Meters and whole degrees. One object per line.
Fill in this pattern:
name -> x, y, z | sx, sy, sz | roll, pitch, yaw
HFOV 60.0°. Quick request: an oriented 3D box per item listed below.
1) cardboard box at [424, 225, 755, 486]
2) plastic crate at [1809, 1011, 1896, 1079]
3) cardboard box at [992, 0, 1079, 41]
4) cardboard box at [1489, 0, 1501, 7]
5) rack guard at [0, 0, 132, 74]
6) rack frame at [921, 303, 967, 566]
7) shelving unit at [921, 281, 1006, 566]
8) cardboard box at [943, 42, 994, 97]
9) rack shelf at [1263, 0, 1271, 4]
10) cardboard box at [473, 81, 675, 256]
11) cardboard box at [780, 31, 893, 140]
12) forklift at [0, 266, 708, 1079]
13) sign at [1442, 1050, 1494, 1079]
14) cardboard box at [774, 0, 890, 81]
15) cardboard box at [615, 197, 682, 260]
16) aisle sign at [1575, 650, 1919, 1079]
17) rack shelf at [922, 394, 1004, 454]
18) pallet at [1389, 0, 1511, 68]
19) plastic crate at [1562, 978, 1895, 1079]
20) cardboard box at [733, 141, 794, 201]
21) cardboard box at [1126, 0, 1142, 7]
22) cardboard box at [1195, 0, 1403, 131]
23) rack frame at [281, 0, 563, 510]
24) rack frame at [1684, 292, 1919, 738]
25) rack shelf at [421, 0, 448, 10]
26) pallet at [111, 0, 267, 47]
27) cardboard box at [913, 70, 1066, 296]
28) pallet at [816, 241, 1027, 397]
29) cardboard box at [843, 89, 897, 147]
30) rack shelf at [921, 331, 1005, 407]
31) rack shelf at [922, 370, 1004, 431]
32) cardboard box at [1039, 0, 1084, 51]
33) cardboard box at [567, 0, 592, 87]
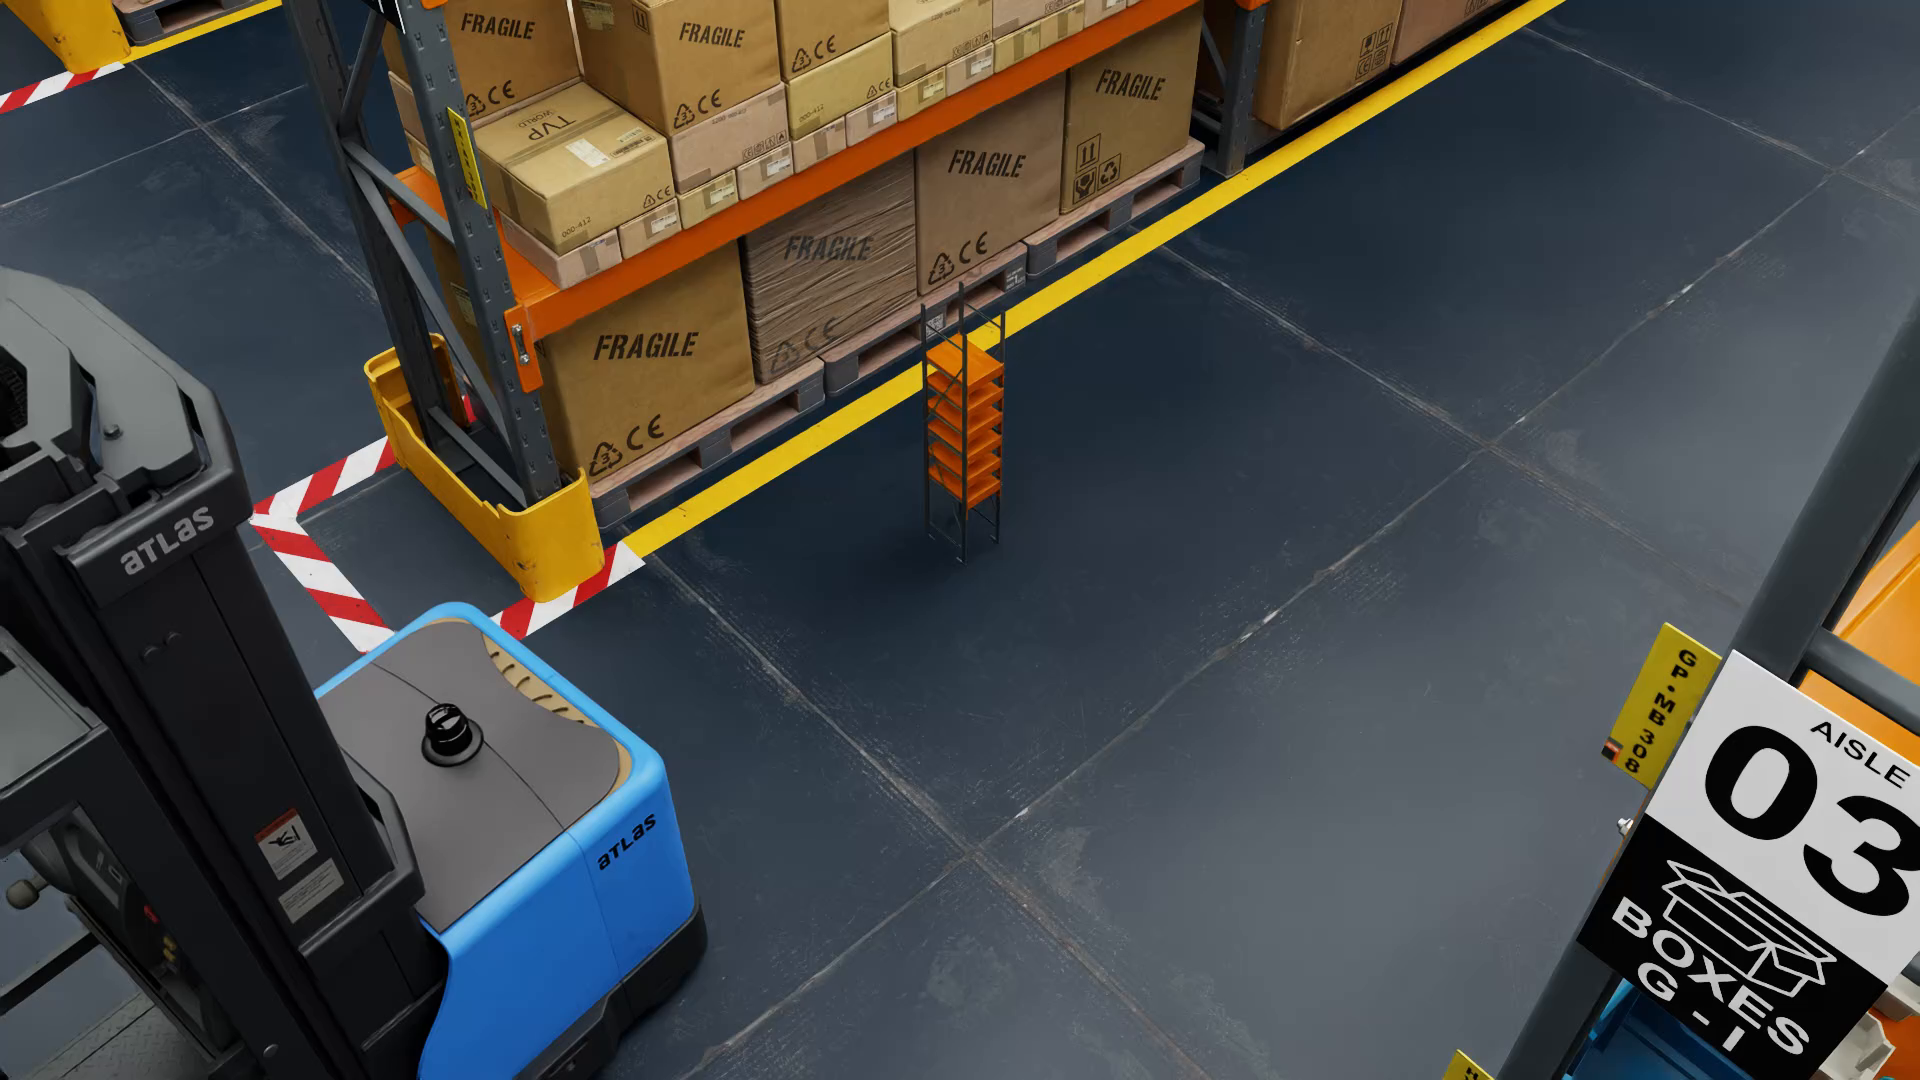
cardboard box -> -1.476, -0.946, 6.742 | 0.875, 0.875, 0.875 | -34, 56, -27
plastic crate -> 1.918, 1.097, 3.836 | 0.243, 0.136, 0.396 | -34, 56, -27
cardboard box -> 0.155, -2.321, 6.750 | 0.500, 0.250, 0.500 | -33, 55, -26
cardboard box -> 2.834, -3.775, 9.352 | 0.875, 0.875, 1.225 | -34, 56, -27
rack guard -> -5.101, -3.101, 9.271 | 0.348, 0.500, 1.175 | -34, 56, -27
rack frame -> -0.057, -0.369, 6.274 | 0.006, 1.200, 0.240 | -34, 56, -27
shelving unit -> 0.011, -0.414, 6.316 | 0.189, 1.200, 0.258 | -34, 56, -27
cardboard box -> -0.081, -1.967, 6.695 | 0.250, 0.149, 0.380 | -33, 55, -27
rack shelf -> 2.544, -3.887, 8.785 | 4.000, 0.370, 1.077 | -34, 56, -27
cardboard box -> -1.359, -1.305, 5.812 | 0.500, 0.250, 0.500 | -35, 56, -28
cardboard box -> -0.605, -1.812, 6.280 | 0.500, 0.250, 0.500 | -36, 57, -28
forklift -> -2.170, 0.950, 3.880 | 1.130, 2.935, 3.031 | 33, 55, 26
sign -> 1.054, 1.183, 3.507 | 0.005, 0.325, 0.100 | -34, 56, -27
cardboard box -> -0.610, -2.066, 6.004 | 0.500, 0.500, 0.500 | -35, 56, -28
cardboard box -> -1.222, -1.203, 5.990 | 0.250, 0.149, 0.380 | -35, 56, -28
aisle sign -> 1.186, 0.524, 2.457 | 0.004, 0.787, 0.394 | -34, 56, -27
rack shelf -> 0.011, -0.465, 6.260 | 0.180, 0.103, 0.258 | -34, 56, -27
pallet -> 2.487, -3.225, 9.582 | 1.213, 0.211, 1.003 | -34, 56, -27
plastic crate -> 1.558, 1.230, 3.509 | 0.499, 0.435, 0.616 | -34, 56, -27
cardboard box -> -0.841, -1.459, 6.226 | 0.250, 0.149, 0.380 | -35, 56, -28
cardboard box -> 0.678, -2.473, 7.162 | 0.250, 0.149, 0.380 | -35, 56, -28
cardboard box -> 1.524, -2.891, 8.536 | 0.875, 0.875, 1.225 | -34, 56, -27
rack frame -> -1.896, -1.164, 5.783 | 0.127, 3.000, 1.000 | -34, 56, -27
rack frame -> 1.436, -0.505, 1.093 | 0.127, 3.000, 1.000 | -34, 56, -27
rack shelf -> -0.416, -2.926, 5.857 | 4.000, 0.370, 1.077 | -34, 56, -27
pallet -> -4.477, -3.386, 9.730 | 1.213, 0.211, 1.003 | -34, 56, -27
cardboard box -> -0.144, -1.836, 7.563 | 0.875, 0.875, 0.875 | -34, 56, -27
pallet -> -0.454, -1.256, 7.766 | 1.213, 0.211, 1.003 | -34, 56, -27
cardboard box -> -0.461, -1.712, 6.460 | 0.250, 0.149, 0.380 | -34, 56, -27
rack shelf -> 0.011, -0.628, 6.084 | 0.180, 0.103, 0.258 | -34, 56, -27
rack shelf -> 0.011, -0.547, 6.172 | 0.180, 0.103, 0.258 | -34, 56, -27
cardboard box -> 0.297, -2.219, 6.927 | 0.250, 0.149, 0.380 | -33, 55, -27
cardboard box -> -1.340, -1.848, 6.314 | 0.500, 0.250, 0.500 | -35, 56, -28
